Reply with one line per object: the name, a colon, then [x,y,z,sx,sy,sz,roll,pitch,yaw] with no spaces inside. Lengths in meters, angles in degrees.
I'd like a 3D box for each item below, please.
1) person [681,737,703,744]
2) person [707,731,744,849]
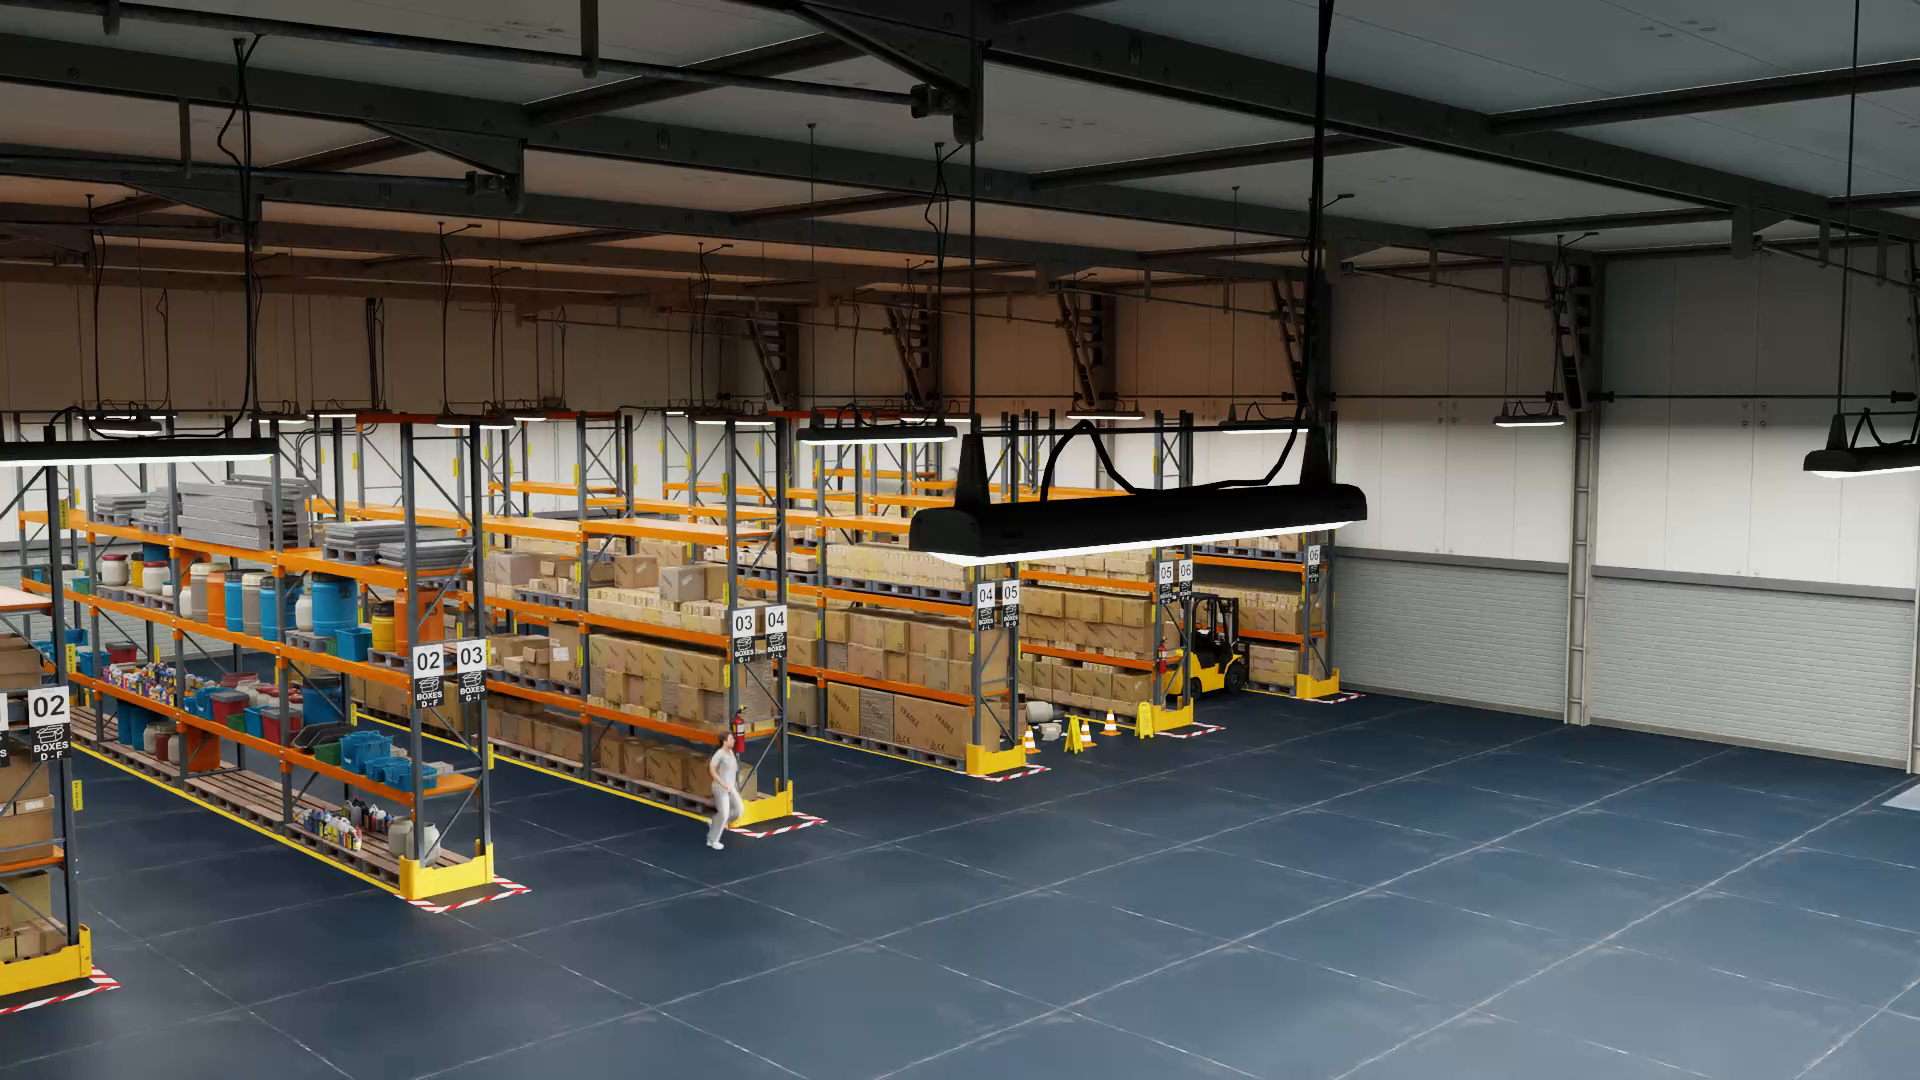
person: [-4.776,2.845,30.241,0.607,1.741,0.652,4,6,39]
person: [-3.294,3.498,23.446,0.525,1.613,0.618,2,6,26]
